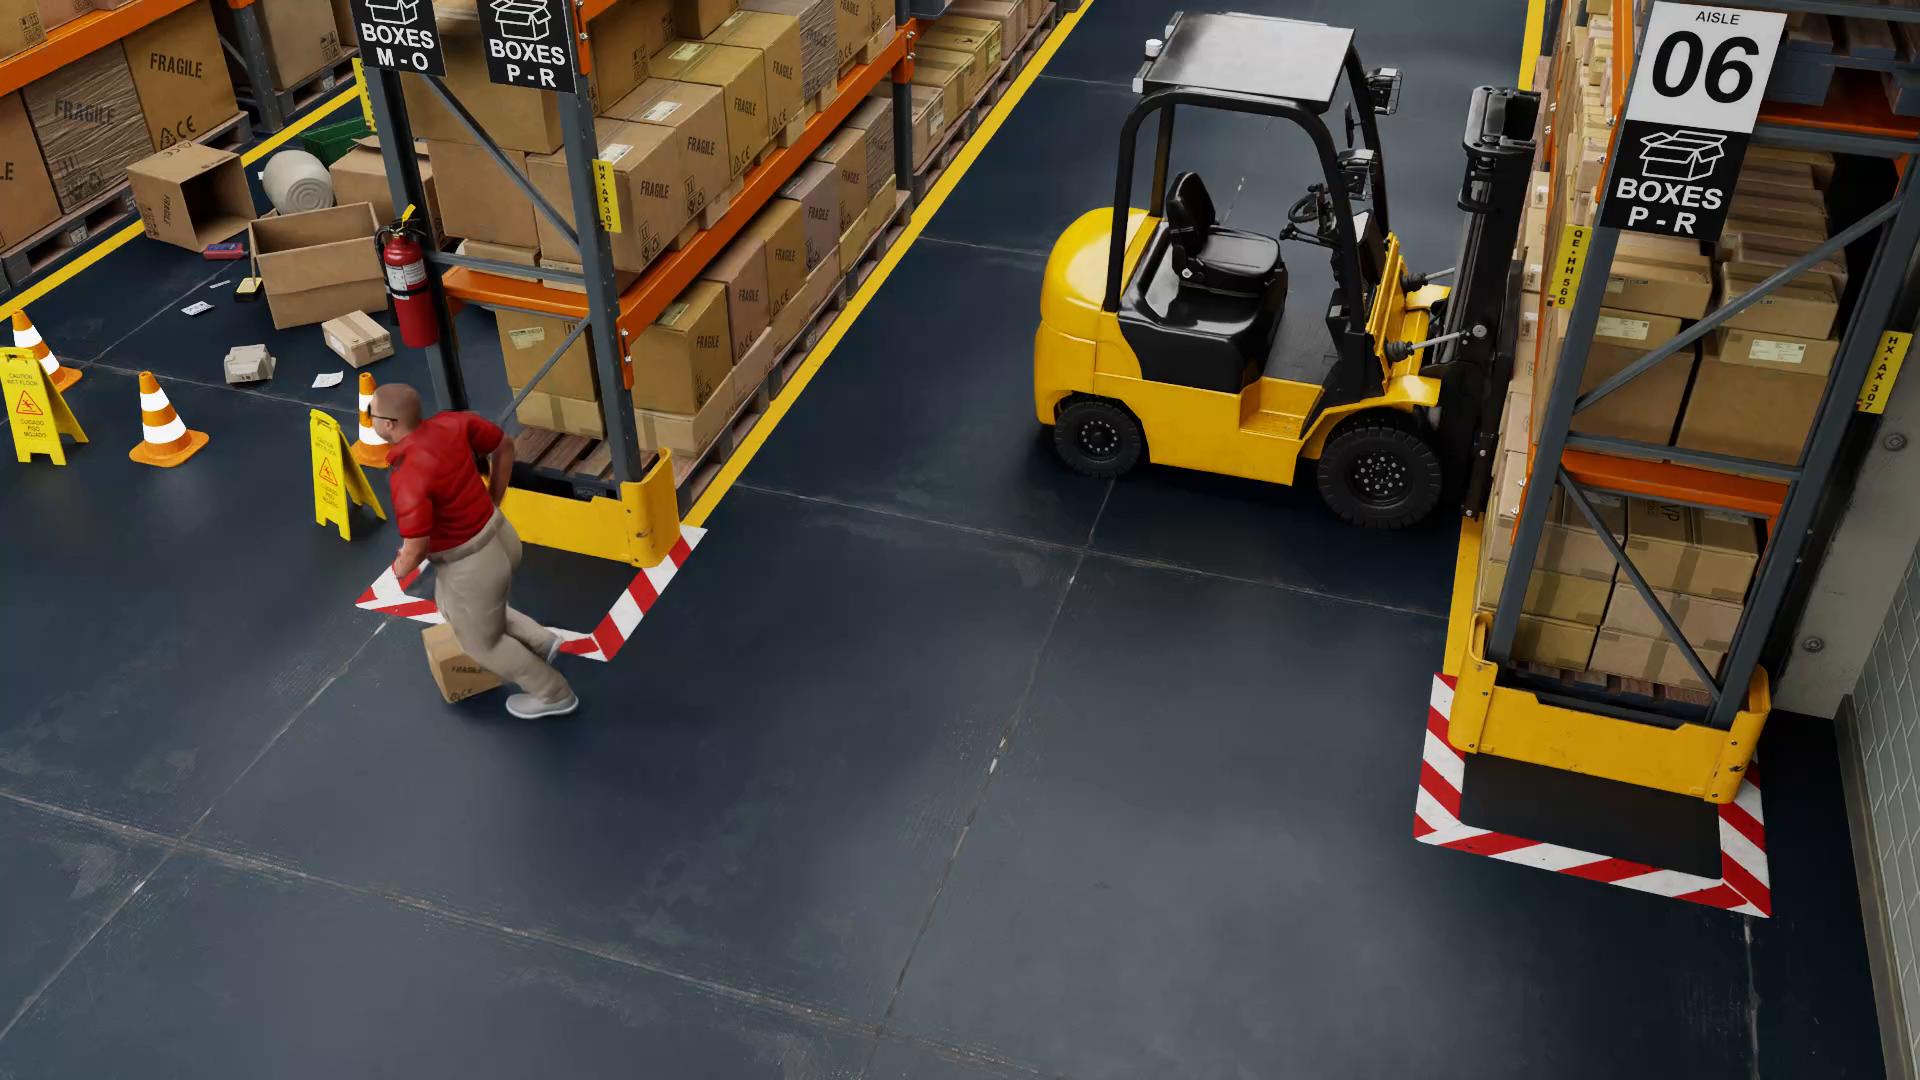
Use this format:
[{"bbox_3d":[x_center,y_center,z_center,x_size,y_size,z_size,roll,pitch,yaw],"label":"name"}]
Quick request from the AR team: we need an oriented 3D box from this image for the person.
[{"bbox_3d":[-1.998,0.071,6.890,0.650,1.632,0.683,4,37,6],"label":"person"}]
